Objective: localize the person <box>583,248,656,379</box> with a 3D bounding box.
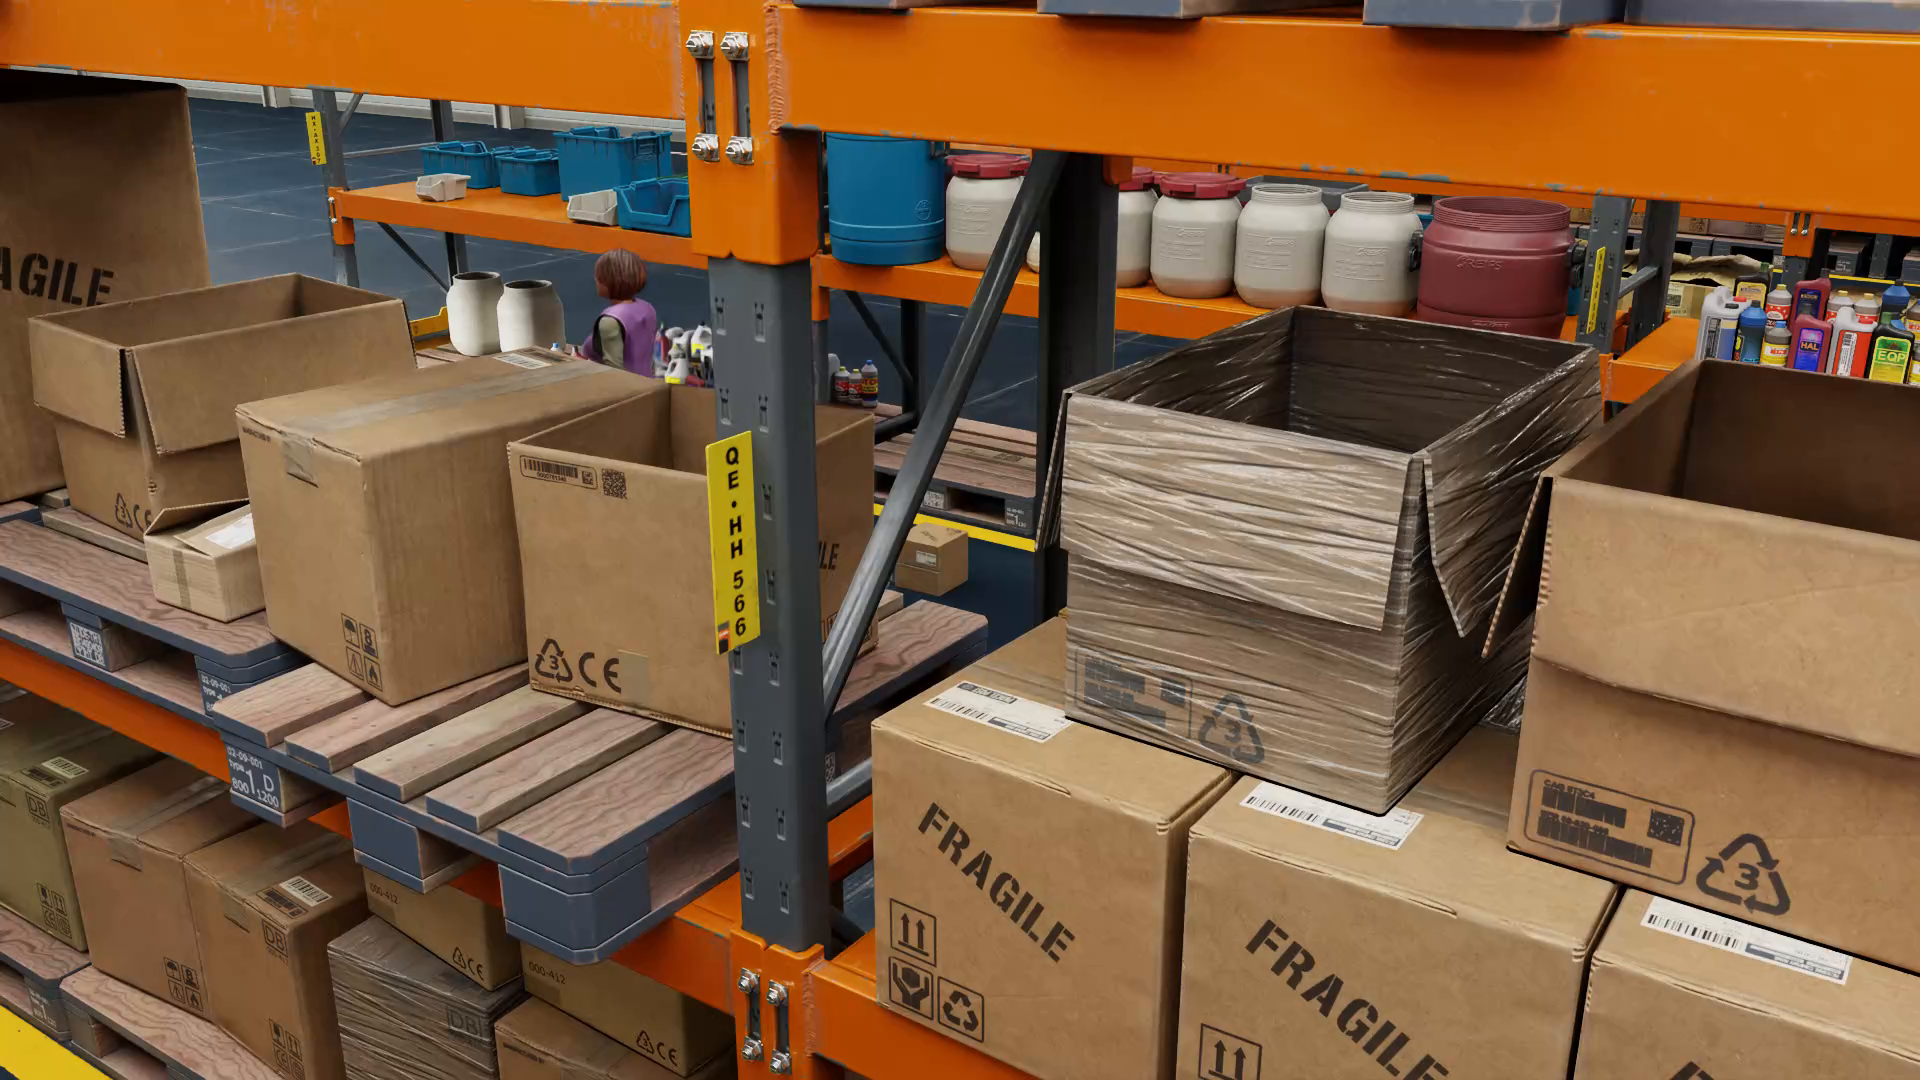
[{"bbox_3d":[-1.428,-0.503,7.404,0.557,1.581,0.411,6,21,17],"label":"person"}]
